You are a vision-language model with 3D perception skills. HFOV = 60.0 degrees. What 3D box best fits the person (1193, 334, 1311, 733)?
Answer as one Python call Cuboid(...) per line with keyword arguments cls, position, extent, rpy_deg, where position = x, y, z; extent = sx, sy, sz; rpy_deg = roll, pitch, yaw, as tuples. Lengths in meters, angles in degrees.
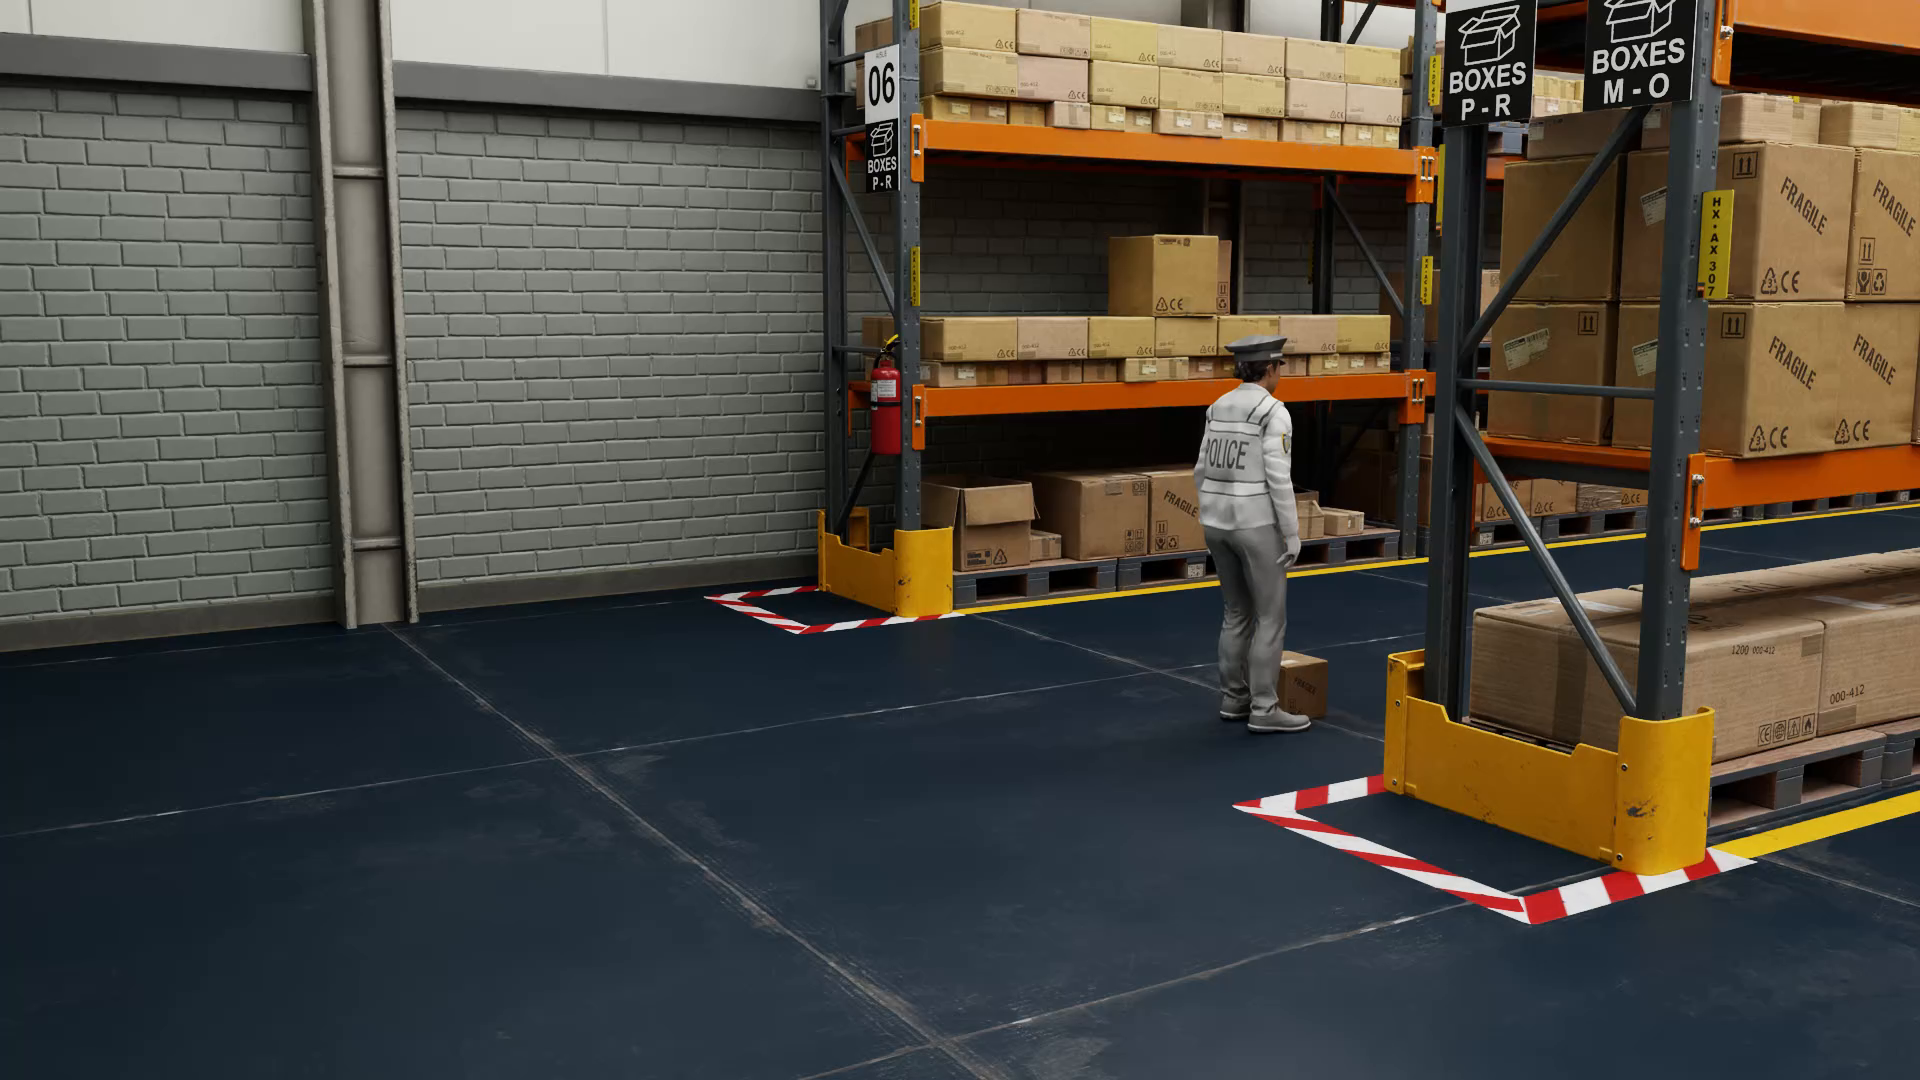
Cuboid(cls="person", position=(1.242, -0.038, 7.082), extent=(0.415, 1.663, 0.544), rpy_deg=(-6, 10, -34))
